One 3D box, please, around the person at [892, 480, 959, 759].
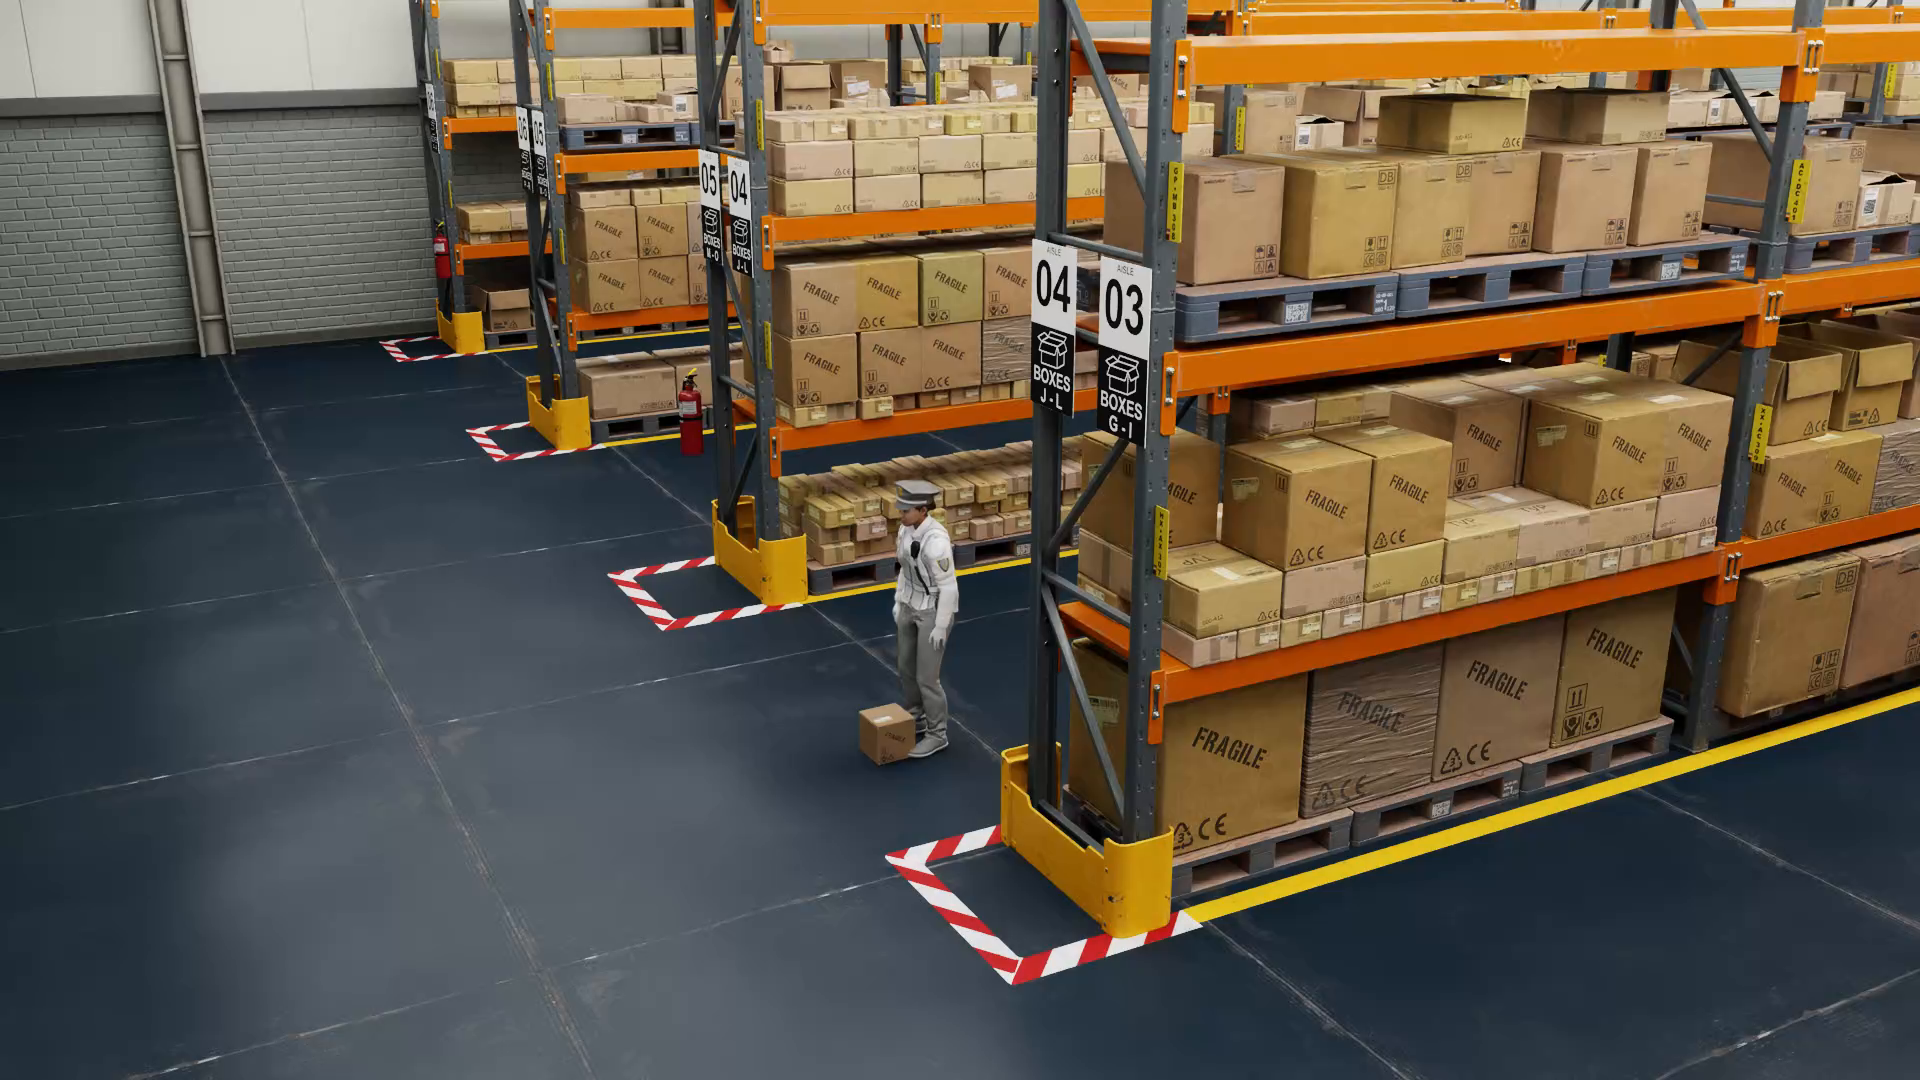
[{"bbox_3d":[-0.218,0.443,9.741,0.376,1.662,0.543,-11,22,-30],"label":"person"}]
